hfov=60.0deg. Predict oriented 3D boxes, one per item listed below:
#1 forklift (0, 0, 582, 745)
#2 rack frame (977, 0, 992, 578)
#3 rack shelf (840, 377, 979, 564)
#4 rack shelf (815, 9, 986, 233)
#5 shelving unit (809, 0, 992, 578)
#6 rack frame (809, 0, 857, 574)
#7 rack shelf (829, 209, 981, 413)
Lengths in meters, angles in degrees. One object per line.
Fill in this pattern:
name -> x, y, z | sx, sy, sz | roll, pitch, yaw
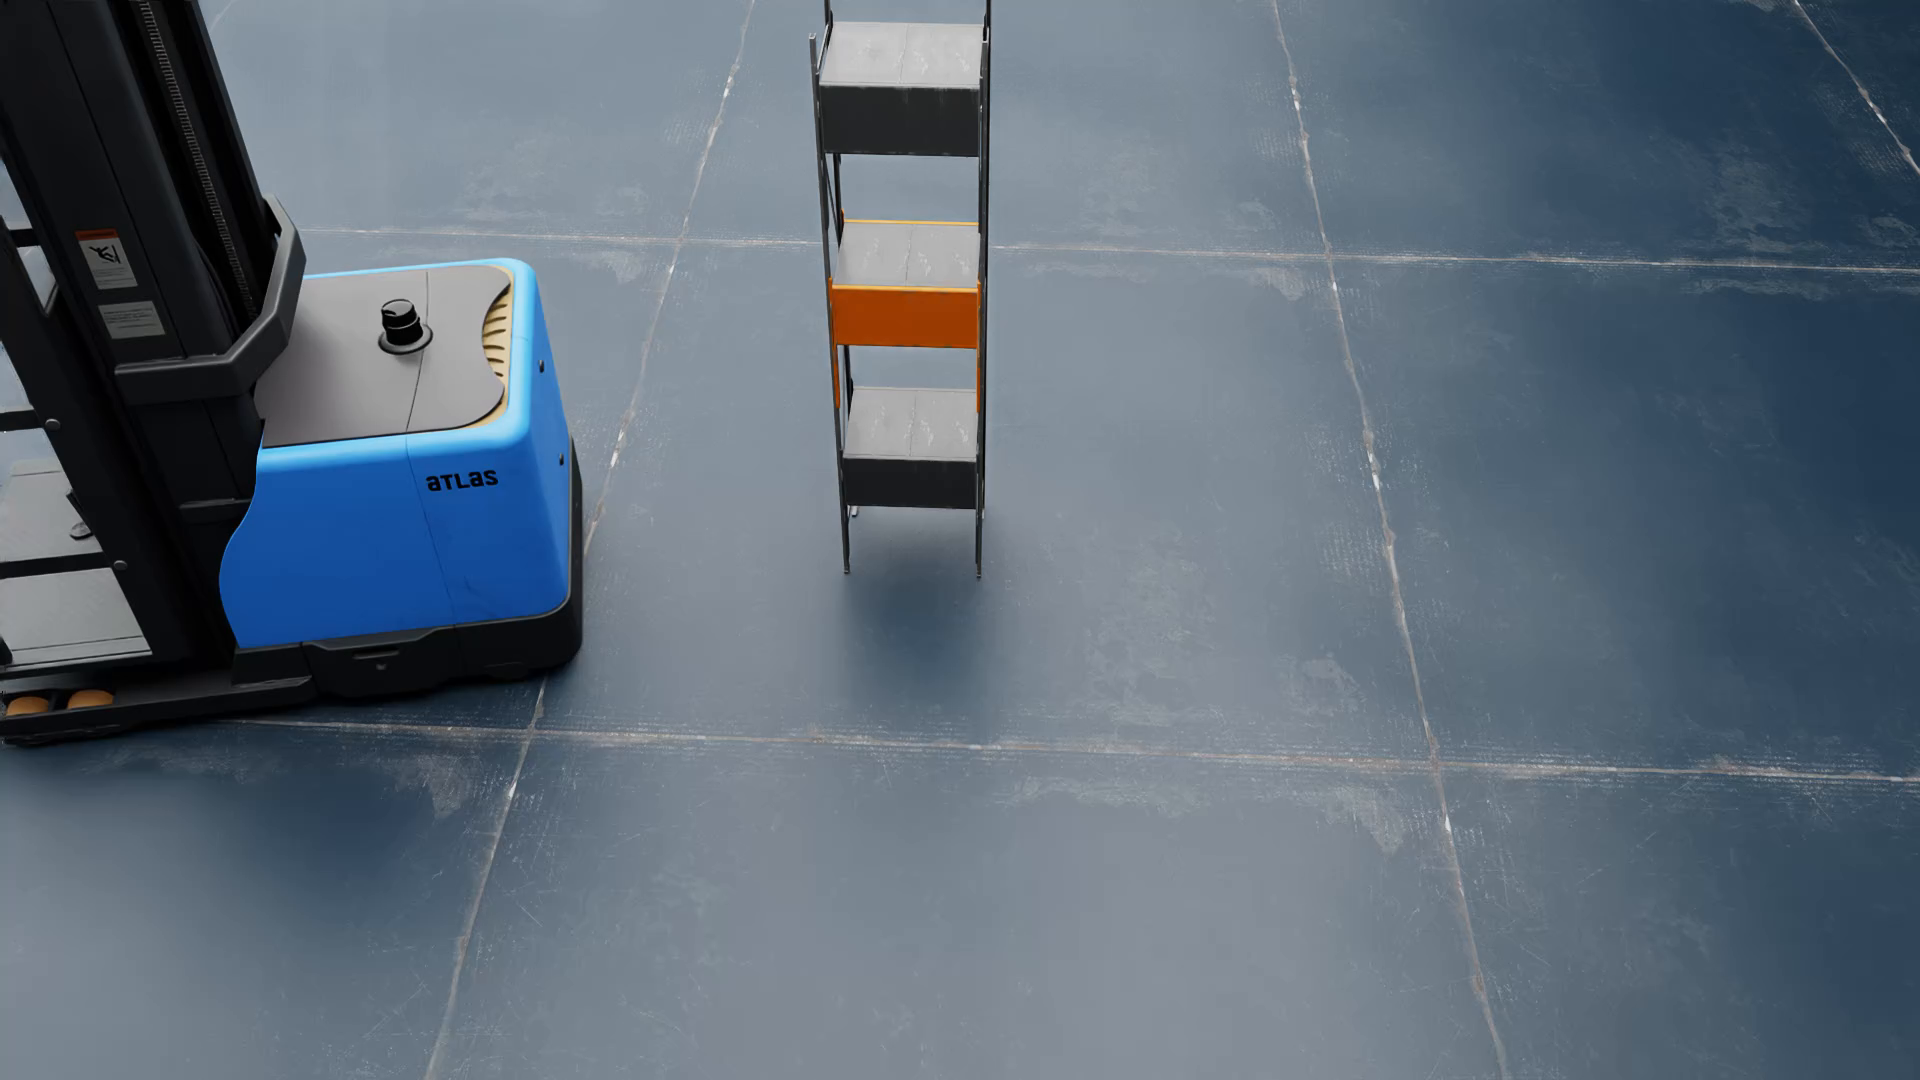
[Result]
forklift -> -2.875, -0.784, 4.941 | 3.031, 2.935, 1.130 | -6, 43, -7
rack frame -> 0.078, -0.766, 5.532 | 0.015, 2.100, 0.400 | 2, 43, 2
rack shelf -> -0.165, -0.251, 6.026 | 0.480, 0.518, 0.431 | 2, 43, 2
rack shelf -> -0.165, -1.276, 5.072 | 0.480, 0.518, 0.431 | 2, 43, 2
shelving unit -> -0.165, -0.773, 5.540 | 0.503, 2.100, 0.431 | 2, 43, 2
rack frame -> -0.409, -0.781, 5.548 | 0.015, 2.100, 0.400 | 2, 43, 2
rack shelf -> -0.165, -0.763, 5.549 | 0.480, 0.518, 0.431 | 2, 43, 2
